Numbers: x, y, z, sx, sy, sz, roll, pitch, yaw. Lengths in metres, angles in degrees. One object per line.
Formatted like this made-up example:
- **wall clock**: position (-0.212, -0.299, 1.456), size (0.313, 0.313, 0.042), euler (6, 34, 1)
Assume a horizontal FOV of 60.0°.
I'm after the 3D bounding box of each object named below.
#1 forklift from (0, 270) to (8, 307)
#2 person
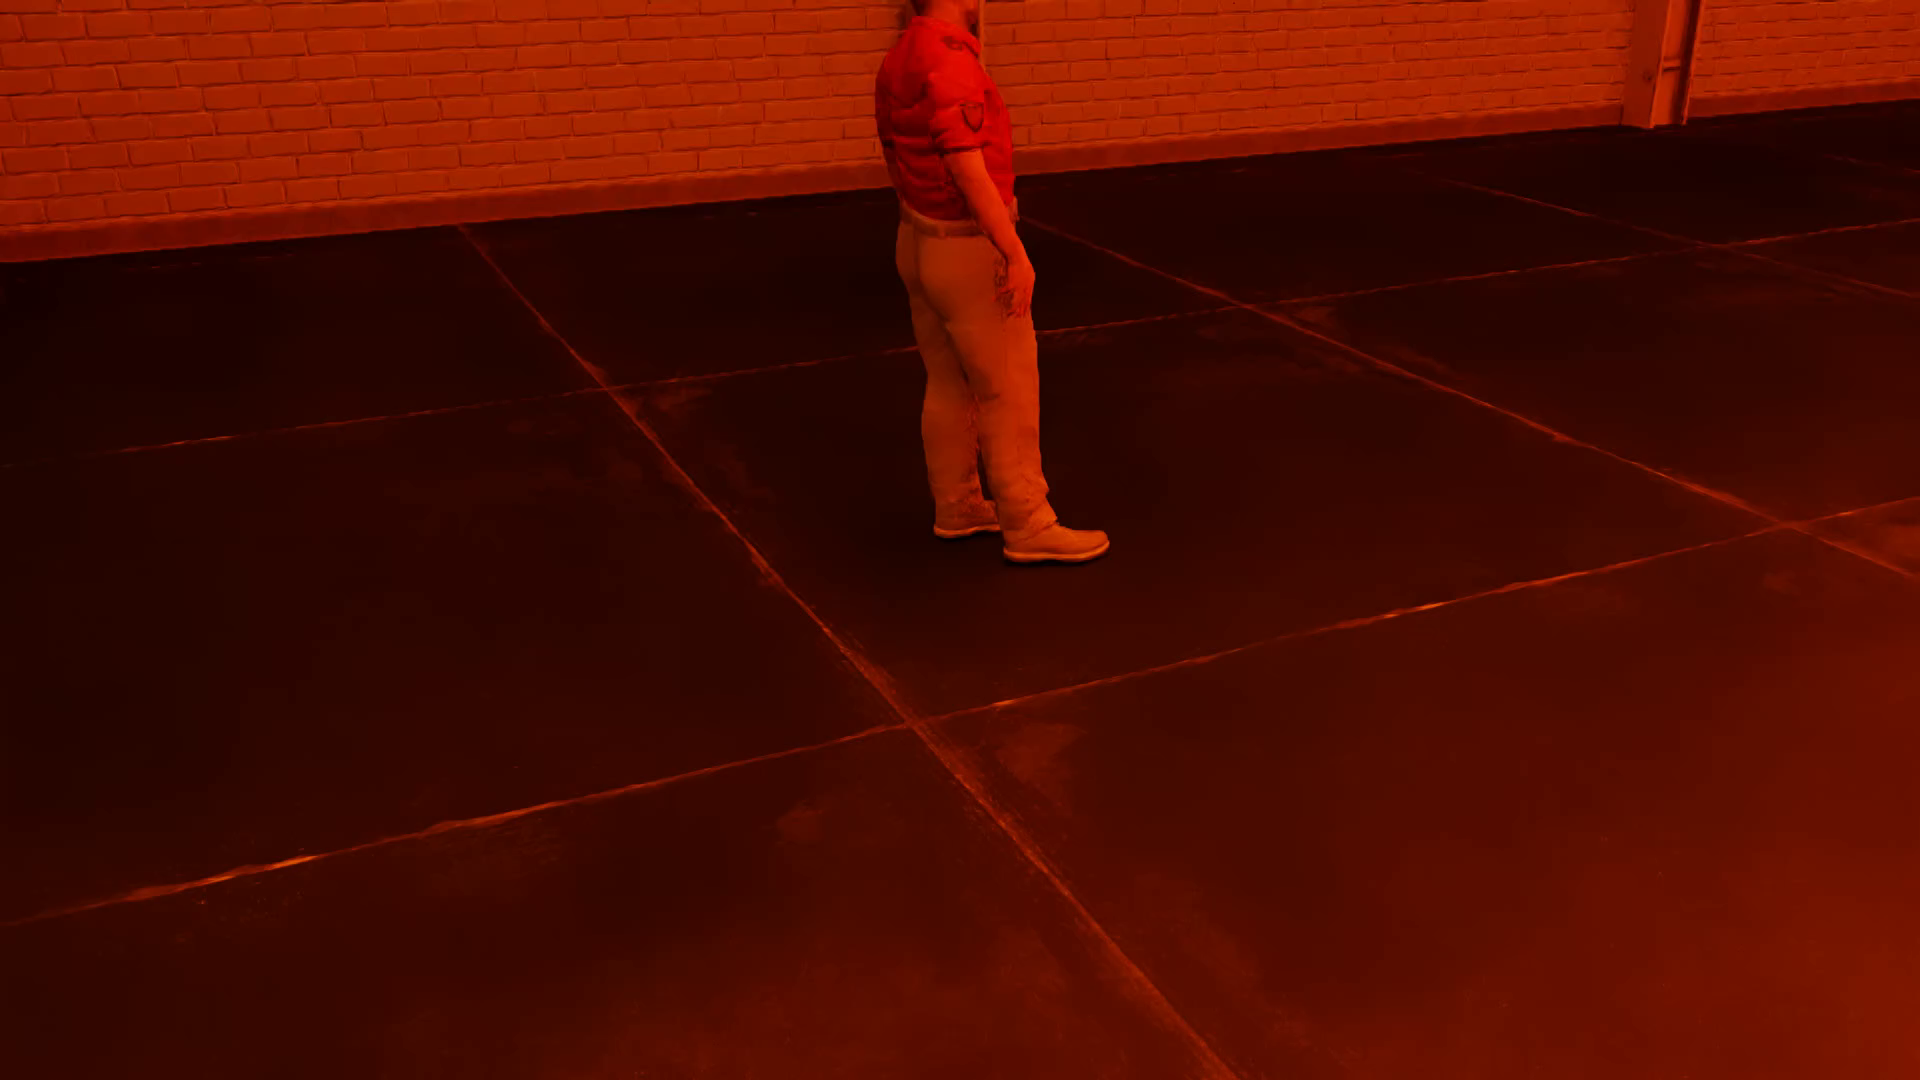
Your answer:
- **forklift**: position (-5.674, -2.067, 6.262), size (1.130, 2.935, 3.031), euler (21, 30, 41)
- **person**: position (0.086, -0.816, 4.798), size (0.550, 1.726, 0.640), euler (-10, 25, -23)
